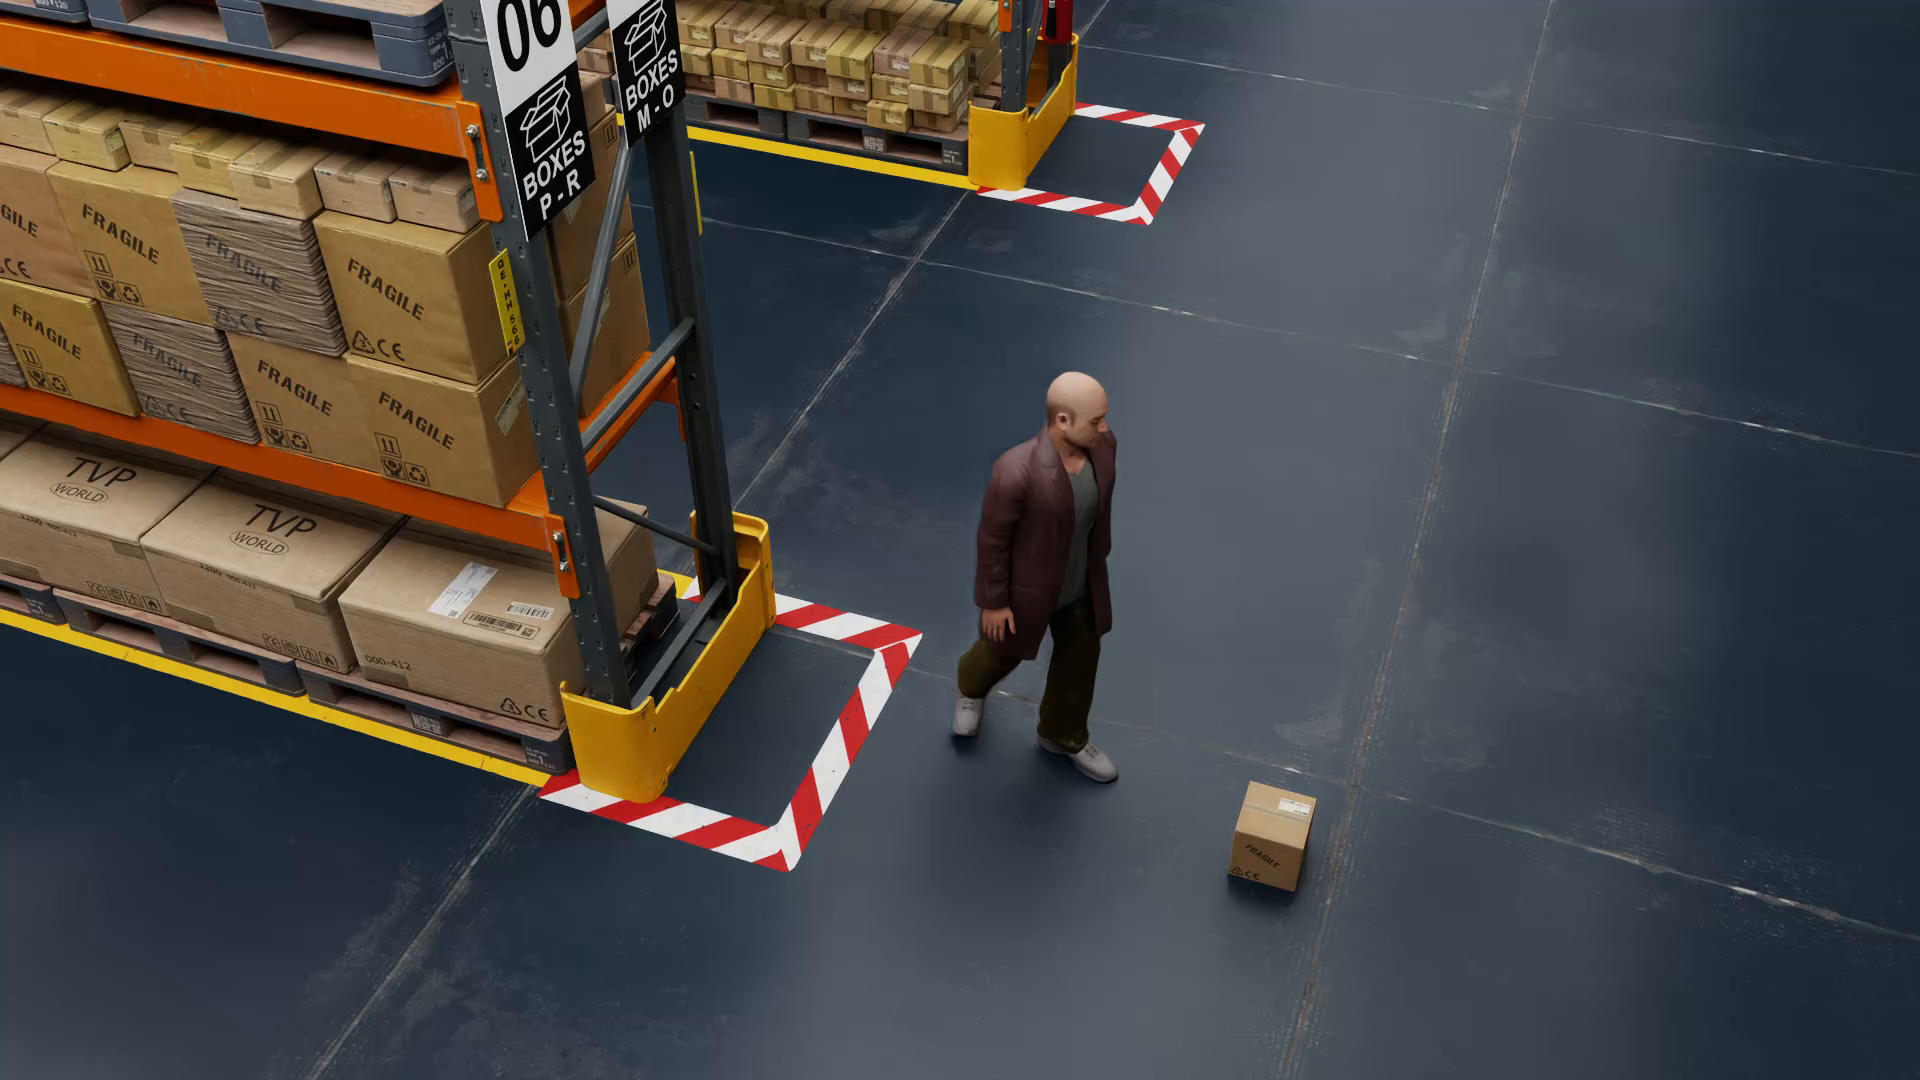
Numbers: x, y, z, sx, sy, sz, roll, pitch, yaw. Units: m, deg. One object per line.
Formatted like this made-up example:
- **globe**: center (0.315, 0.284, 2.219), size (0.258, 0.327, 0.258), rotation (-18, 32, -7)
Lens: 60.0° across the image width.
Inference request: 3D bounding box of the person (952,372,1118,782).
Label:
- **person**: center (0.278, 0.113, 6.032), size (0.613, 1.776, 0.761), rotation (-24, 46, -25)
